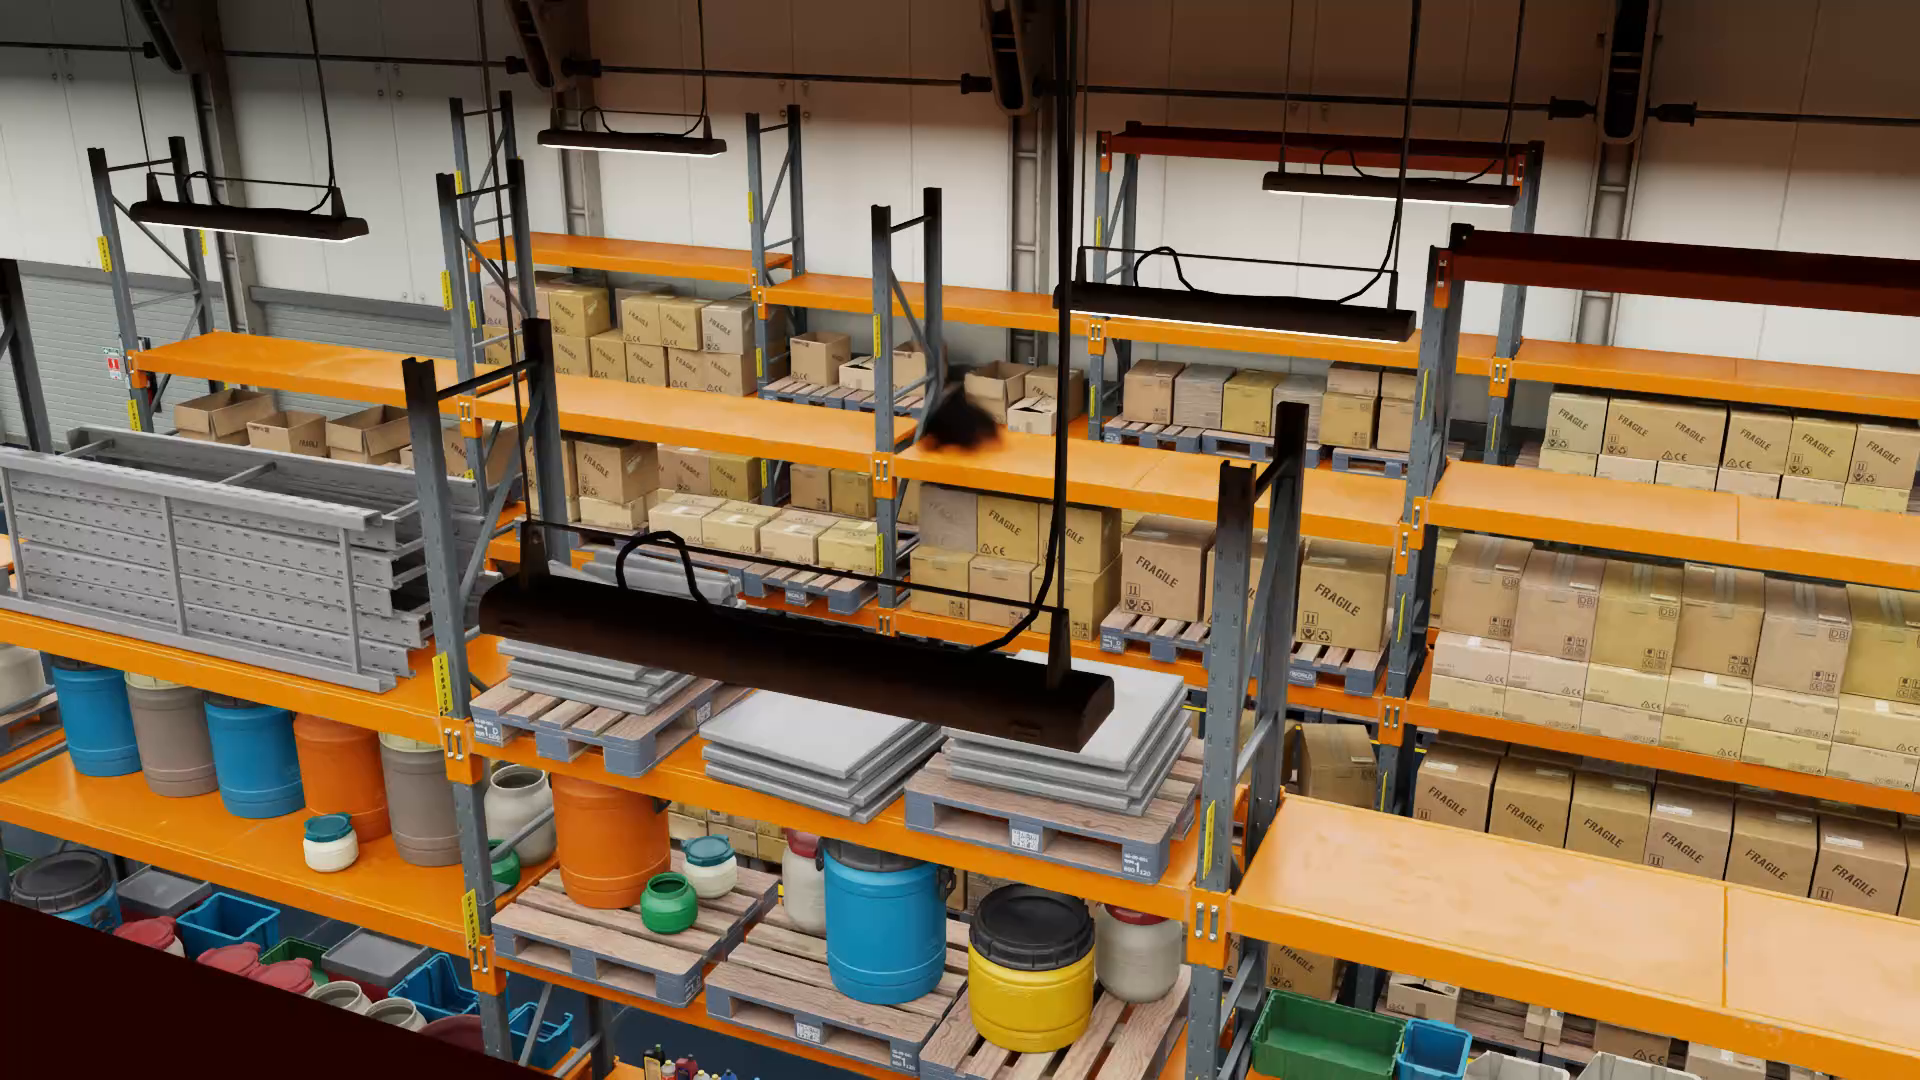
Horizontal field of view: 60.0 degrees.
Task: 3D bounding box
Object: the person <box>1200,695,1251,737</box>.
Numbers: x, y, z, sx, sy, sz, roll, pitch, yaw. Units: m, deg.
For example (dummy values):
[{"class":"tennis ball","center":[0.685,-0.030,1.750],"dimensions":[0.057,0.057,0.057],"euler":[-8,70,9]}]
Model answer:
[{"class":"person","center":[2.609,1.596,15.939],"dimensions":[0.764,1.790,0.693],"euler":[4,21,11]}]
